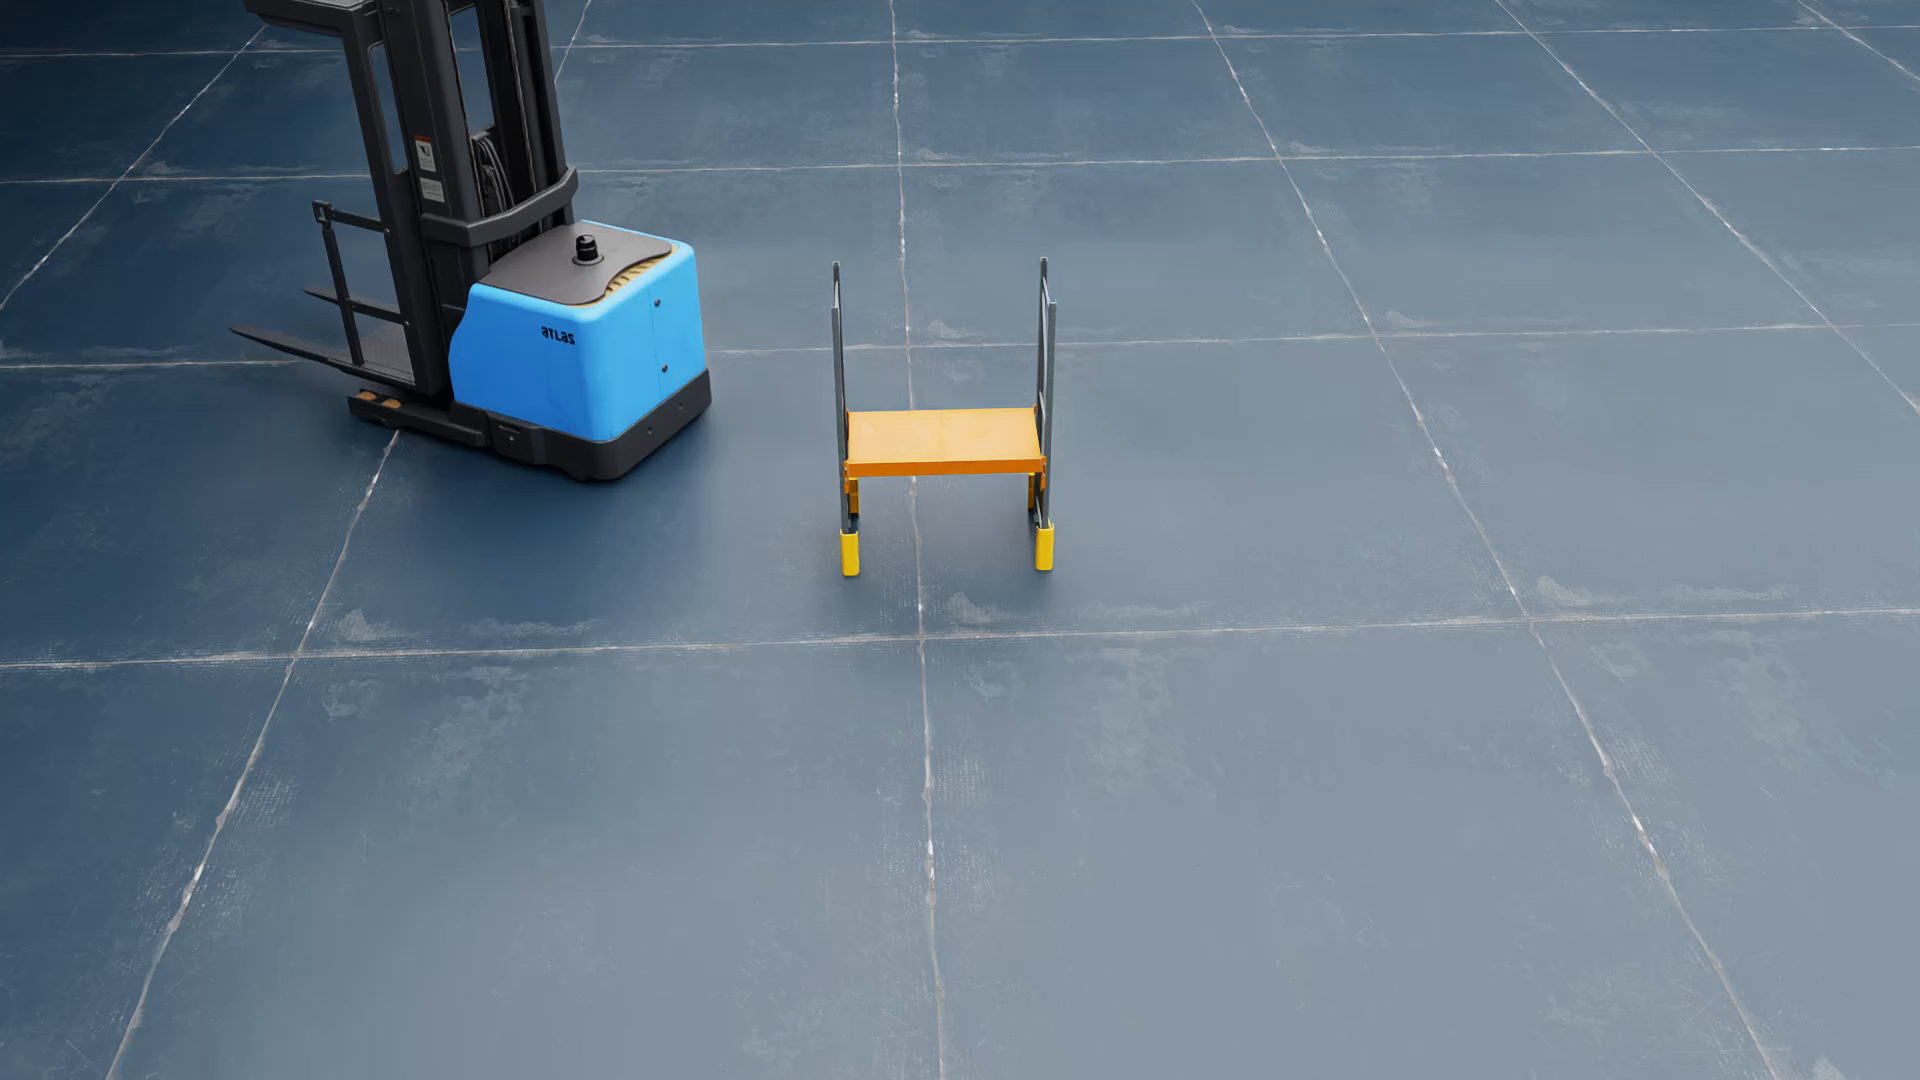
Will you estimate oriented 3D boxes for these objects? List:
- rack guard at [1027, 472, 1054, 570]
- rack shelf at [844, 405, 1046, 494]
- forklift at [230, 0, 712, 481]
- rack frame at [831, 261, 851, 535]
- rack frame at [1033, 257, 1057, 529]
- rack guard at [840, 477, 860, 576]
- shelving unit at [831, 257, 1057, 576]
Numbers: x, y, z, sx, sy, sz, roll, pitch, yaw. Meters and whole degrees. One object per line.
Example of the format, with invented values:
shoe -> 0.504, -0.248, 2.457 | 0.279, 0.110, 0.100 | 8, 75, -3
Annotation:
rack guard -> 0.421, -0.114, 8.732 | 0.087, 0.250, 0.587 | -2, 35, -2
rack shelf -> -0.085, -0.467, 8.458 | 1.000, 0.185, 0.538 | -2, 35, -2
forklift -> -3.020, -2.111, 9.262 | 3.031, 2.935, 1.130 | 16, 38, 22
rack frame -> -0.593, -0.601, 8.336 | 0.032, 1.500, 0.500 | -2, 35, -2
rack frame -> 0.423, -0.628, 8.376 | 0.032, 1.500, 0.500 | -2, 35, -2
rack guard -> -0.574, -0.087, 8.693 | 0.087, 0.250, 0.587 | -2, 35, -2
shelving unit -> -0.076, -0.615, 8.356 | 1.083, 1.500, 0.587 | -2, 35, -2
